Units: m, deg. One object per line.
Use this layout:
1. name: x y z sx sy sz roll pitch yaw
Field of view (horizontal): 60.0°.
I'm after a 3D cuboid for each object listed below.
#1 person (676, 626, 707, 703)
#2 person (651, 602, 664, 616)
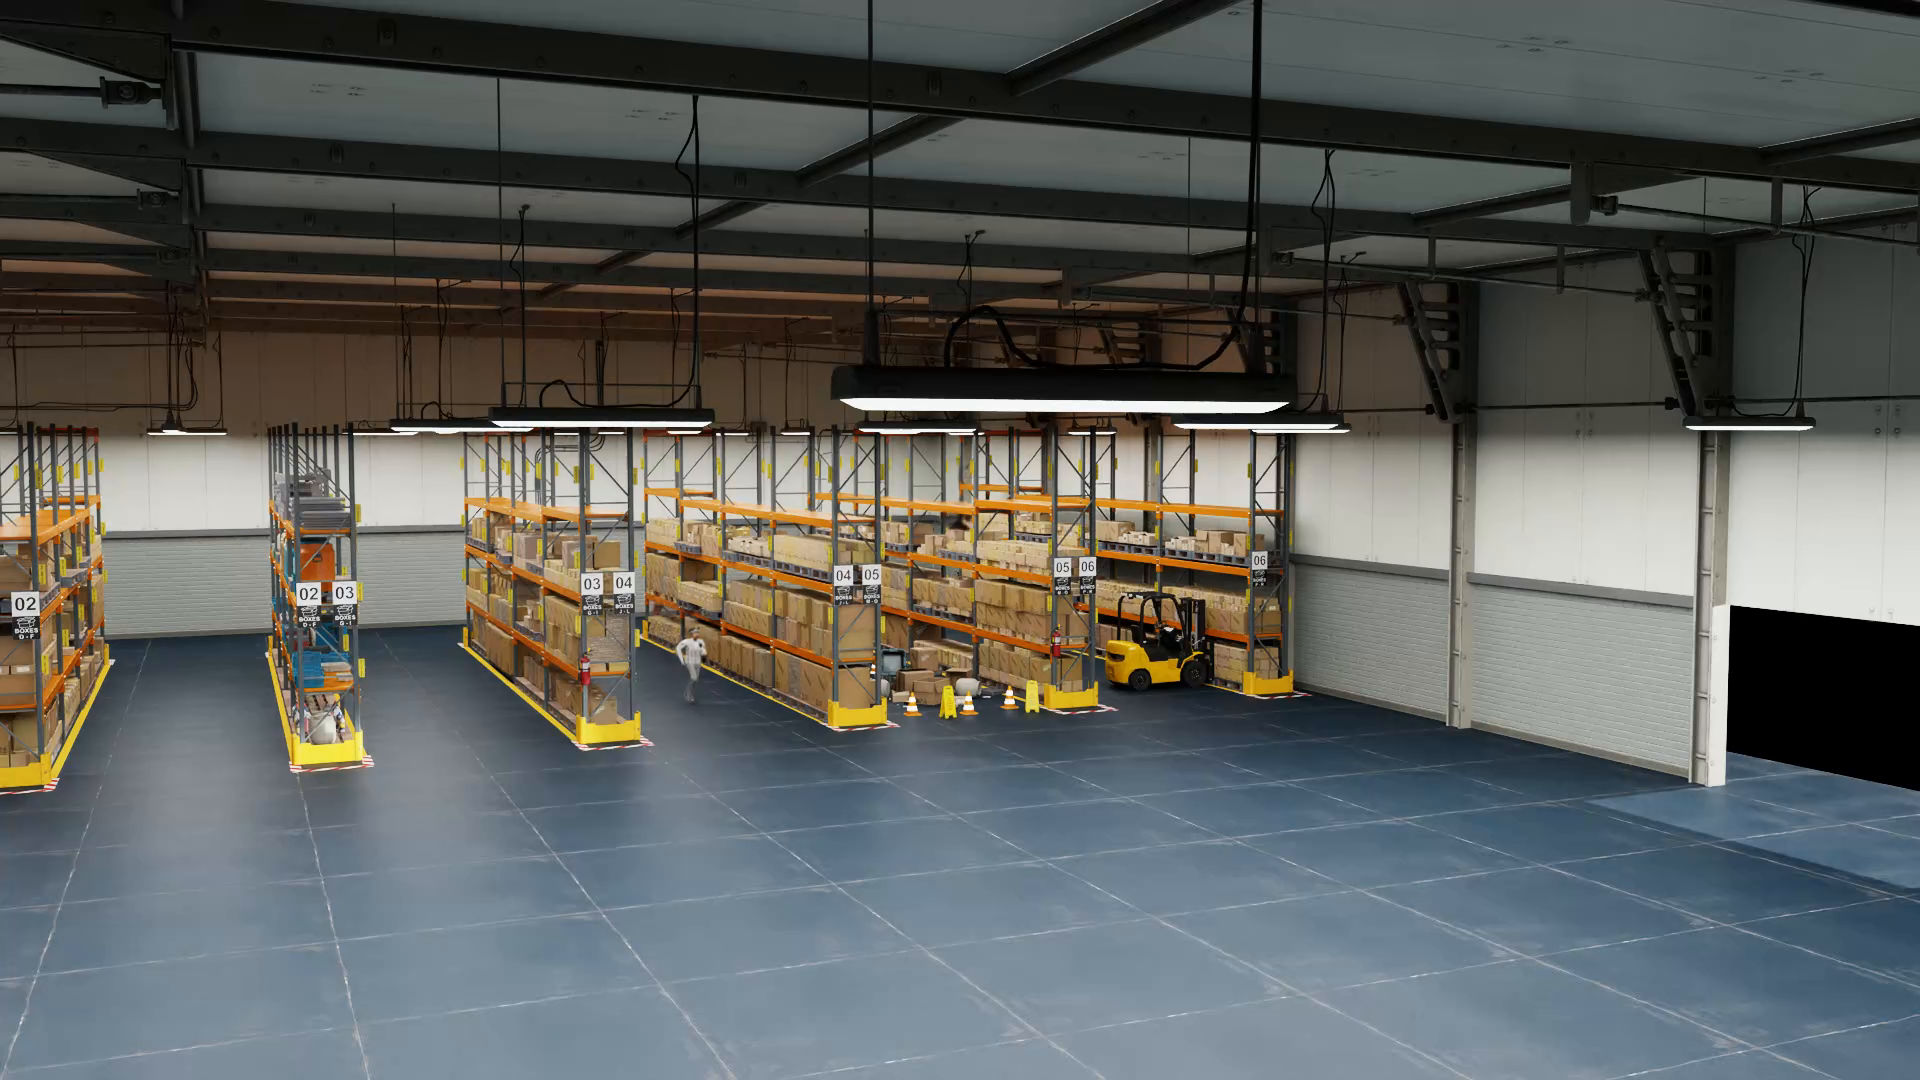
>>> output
1. person: -5.776 2.688 35.929 0.592 1.658 0.737 -3 4 -36
2. person: -8.885 1.924 49.133 0.608 1.637 0.633 0 4 7
